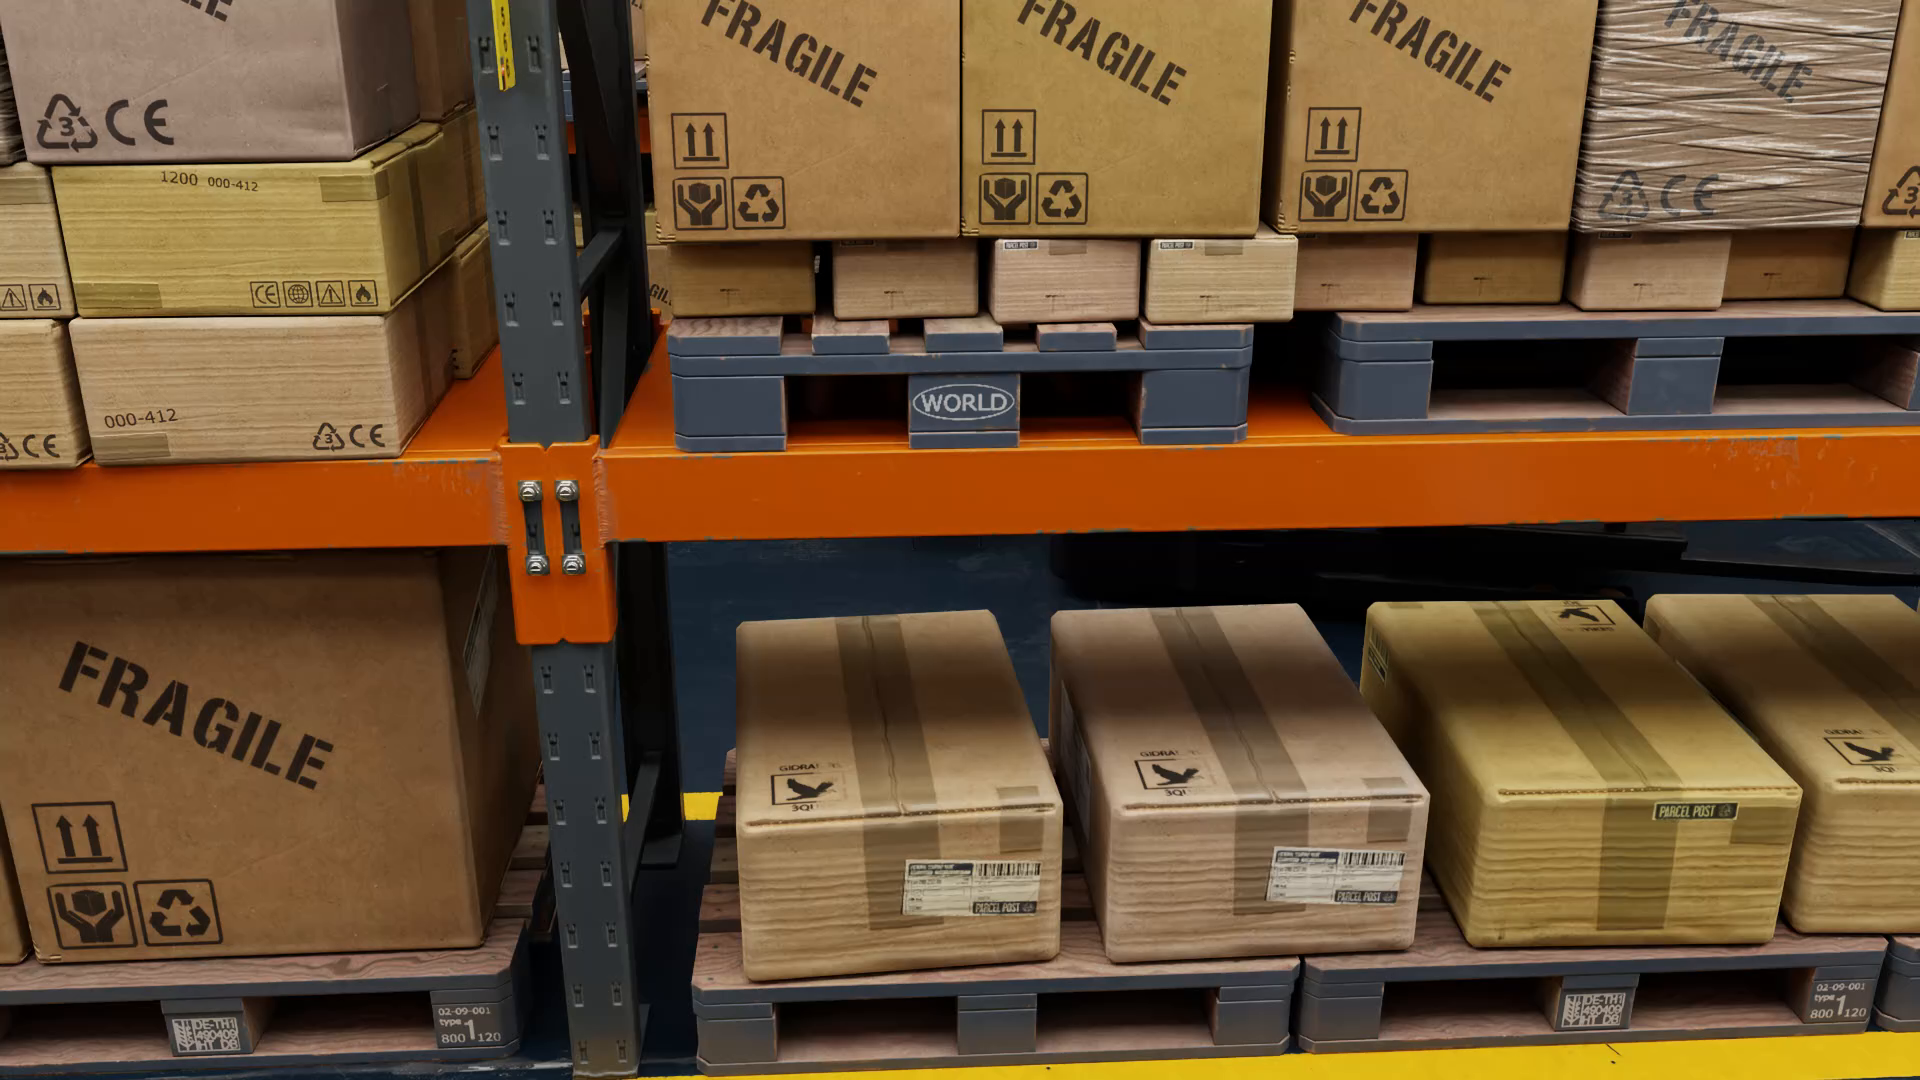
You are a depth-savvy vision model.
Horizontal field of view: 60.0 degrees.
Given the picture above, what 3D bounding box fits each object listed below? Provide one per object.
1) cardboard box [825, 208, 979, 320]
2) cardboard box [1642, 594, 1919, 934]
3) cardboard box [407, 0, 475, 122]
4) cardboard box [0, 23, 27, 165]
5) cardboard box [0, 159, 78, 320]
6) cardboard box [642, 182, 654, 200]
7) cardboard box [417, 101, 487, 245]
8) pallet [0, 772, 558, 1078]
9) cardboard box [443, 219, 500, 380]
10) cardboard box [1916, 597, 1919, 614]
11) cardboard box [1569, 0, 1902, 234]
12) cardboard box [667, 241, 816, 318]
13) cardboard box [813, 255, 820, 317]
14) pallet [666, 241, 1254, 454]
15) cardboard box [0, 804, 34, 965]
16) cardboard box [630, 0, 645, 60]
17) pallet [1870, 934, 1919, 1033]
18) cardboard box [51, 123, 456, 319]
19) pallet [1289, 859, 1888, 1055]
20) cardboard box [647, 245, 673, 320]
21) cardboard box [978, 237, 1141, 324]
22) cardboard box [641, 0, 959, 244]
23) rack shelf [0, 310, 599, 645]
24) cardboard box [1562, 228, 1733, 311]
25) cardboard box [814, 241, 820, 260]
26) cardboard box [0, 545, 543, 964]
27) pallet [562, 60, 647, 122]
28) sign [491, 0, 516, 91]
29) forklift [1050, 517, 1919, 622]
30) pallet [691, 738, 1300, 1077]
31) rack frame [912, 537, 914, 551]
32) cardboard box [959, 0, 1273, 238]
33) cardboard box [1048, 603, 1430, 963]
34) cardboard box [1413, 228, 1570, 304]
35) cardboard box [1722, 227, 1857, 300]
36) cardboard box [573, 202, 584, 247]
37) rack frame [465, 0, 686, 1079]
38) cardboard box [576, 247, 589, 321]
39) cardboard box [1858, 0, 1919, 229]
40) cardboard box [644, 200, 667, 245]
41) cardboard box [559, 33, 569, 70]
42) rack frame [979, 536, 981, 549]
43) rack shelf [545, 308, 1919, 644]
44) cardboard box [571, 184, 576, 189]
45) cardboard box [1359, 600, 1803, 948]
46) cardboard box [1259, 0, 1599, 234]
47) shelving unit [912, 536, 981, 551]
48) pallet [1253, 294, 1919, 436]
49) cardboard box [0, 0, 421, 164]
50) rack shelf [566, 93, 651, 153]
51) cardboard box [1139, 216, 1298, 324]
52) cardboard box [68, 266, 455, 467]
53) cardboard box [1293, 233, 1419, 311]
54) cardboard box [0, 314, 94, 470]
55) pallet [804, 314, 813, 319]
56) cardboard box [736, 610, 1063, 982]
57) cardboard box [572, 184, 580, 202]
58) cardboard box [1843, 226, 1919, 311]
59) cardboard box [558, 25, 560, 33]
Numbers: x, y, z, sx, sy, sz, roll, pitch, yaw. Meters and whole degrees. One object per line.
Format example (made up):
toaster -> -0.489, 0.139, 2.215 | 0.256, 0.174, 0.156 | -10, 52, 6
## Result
cardboard box -> -0.114, -0.520, 3.033 | 0.250, 0.149, 0.380 | -2, 21, -6
cardboard box -> 2.019, 0.472, 3.770 | 0.625, 0.372, 0.950 | 0, 21, 0
cardboard box -> -1.240, -1.097, 3.241 | 0.500, 0.500, 0.500 | -2, 21, -5
cardboard box -> -1.746, -0.904, 2.733 | 0.500, 0.500, 0.500 | -1, 21, -2
cardboard box -> -1.714, -0.558, 2.879 | 0.500, 0.250, 0.500 | -2, 21, -4
cardboard box -> -1.559, -1.701, 8.384 | 0.250, 0.149, 0.380 | 0, 21, 0
cardboard box -> -1.253, -0.747, 3.376 | 0.500, 0.250, 0.500 | -1, 21, -3
pallet -> -1.525, 0.786, 3.760 | 1.213, 0.211, 1.003 | -1, 21, -3
cardboard box -> -1.236, -0.516, 3.471 | 0.500, 0.250, 0.500 | -2, 21, -4
cardboard box -> 2.737, 0.456, 3.811 | 0.625, 0.372, 0.950 | -1, 21, -2
cardboard box -> 1.279, -0.849, 2.986 | 0.500, 0.500, 0.500 | -2, 21, -5
cardboard box -> -0.398, -0.526, 3.049 | 0.250, 0.149, 0.380 | -2, 21, -6
cardboard box -> -0.397, -1.364, 8.235 | 0.625, 0.625, 0.875 | -1, 21, -1
pallet -> -0.028, -0.469, 3.407 | 1.003, 0.211, 1.213 | -1, 21, -3
cardboard box -> -2.318, 0.291, 3.536 | 0.875, 0.875, 0.875 | -1, 21, -2
cardboard box -> -1.543, -2.558, 7.892 | 0.500, 0.500, 0.500 | 0, 21, -1
pallet -> 2.483, 0.732, 3.902 | 1.213, 0.211, 1.003 | -1, 21, -3
cardboard box -> -1.202, -0.570, 2.910 | 0.500, 0.250, 0.500 | -1, 21, -3
pallet -> 1.262, 0.758, 3.834 | 1.213, 0.211, 1.003 | -1, 21, -3
cardboard box -> -1.430, -1.213, 8.013 | 0.500, 0.500, 0.500 | -1, 21, -1
cardboard box -> 0.162, -0.509, 3.005 | 0.250, 0.149, 0.380 | -3, 21, -7
cardboard box -> -0.271, -0.815, 2.898 | 0.500, 0.500, 0.500 | -2, 21, -5
rack shelf -> -2.730, -0.130, 3.257 | 4.000, 0.370, 1.077 | -1, 21, -3
cardboard box -> 1.218, -0.541, 3.090 | 0.250, 0.149, 0.380 | -1, 21, -1
cardboard box -> -0.419, -0.675, 3.442 | 0.250, 0.149, 0.380 | 0, 21, -1
cardboard box -> -1.428, 0.275, 3.579 | 0.875, 0.875, 0.875 | -1, 21, -4
pallet -> -1.693, -2.141, 7.799 | 1.003, 0.211, 1.213 | -1, 21, -3
sign -> -0.698, -0.850, 2.512 | 0.005, 0.325, 0.100 | -1, 21, -3
forklift -> 1.877, -1.253, 5.291 | 3.031, 2.935, 1.130 | 4, 21, 10
pallet -> 0.047, 0.781, 3.772 | 1.213, 0.211, 1.003 | -1, 21, -3
rack frame -> -0.175, -0.487, 5.925 | 0.008, 1.050, 0.200 | -1, 21, -3
cardboard box -> 0.249, -0.828, 2.932 | 0.500, 0.500, 0.500 | 0, 21, 0
cardboard box -> 0.568, 0.500, 3.696 | 0.625, 0.372, 0.950 | -2, 21, -4
cardboard box -> 0.954, -0.559, 3.137 | 0.250, 0.149, 0.380 | 0, 21, -1
cardboard box -> 1.474, -0.574, 3.175 | 0.250, 0.149, 0.380 | -2, 21, -5
cardboard box -> -1.770, -1.484, 7.815 | 0.250, 0.149, 0.380 | -2, 21, -6
rack frame -> -0.733, -0.506, 3.235 | 0.127, 3.000, 1.000 | -1, 21, -3
cardboard box -> -1.930, -1.206, 7.996 | 0.500, 0.500, 0.500 | -1, 21, -4
cardboard box -> 1.802, -0.860, 3.015 | 0.500, 0.500, 0.500 | 0, 21, -1
cardboard box -> -1.499, -1.501, 7.858 | 0.250, 0.149, 0.380 | -2, 21, -6
cardboard box -> -1.654, -2.199, 7.443 | 0.250, 0.149, 0.380 | -1, 21, -2
rack frame -> 0.068, -0.492, 5.938 | 0.008, 1.050, 0.200 | -1, 21, -3
rack shelf -> 1.264, -0.211, 3.470 | 4.000, 0.370, 1.077 | -1, 21, -3
cardboard box -> -2.069, -1.672, 8.307 | 0.250, 0.149, 0.380 | -1, 21, -2
cardboard box -> 1.325, 0.486, 3.731 | 0.625, 0.372, 0.950 | 0, 21, -1
cardboard box -> 0.779, -0.842, 2.967 | 0.500, 0.500, 0.500 | -1, 21, -2
shelving unit -> -0.053, -0.490, 5.931 | 0.252, 1.050, 0.215 | -1, 21, -3
pallet -> 1.241, -0.472, 3.413 | 1.213, 0.211, 1.003 | -1, 21, -3
cardboard box -> -1.234, -0.917, 2.768 | 0.500, 0.500, 0.500 | -2, 21, -5
rack shelf -> -3.017, -1.893, 7.888 | 4.000, 0.370, 1.077 | -1, 21, -3
cardboard box -> 0.438, -0.507, 3.000 | 0.250, 0.149, 0.380 | -1, 21, -3
cardboard box -> -1.223, -0.334, 2.993 | 0.500, 0.250, 0.500 | -2, 21, -5
cardboard box -> 0.674, -0.540, 3.086 | 0.250, 0.149, 0.380 | 0, 21, 0
cardboard box -> -1.732, -0.318, 2.951 | 0.500, 0.250, 0.500 | -1, 21, -2
pallet -> -0.196, -0.969, 8.370 | 1.213, 0.211, 1.003 | -1, 21, -3
cardboard box -> -0.169, 0.517, 3.649 | 0.625, 0.372, 0.950 | -3, 21, -7
cardboard box -> -1.825, -1.705, 8.395 | 0.250, 0.149, 0.380 | -1, 21, -1
cardboard box -> 1.743, -0.542, 3.093 | 0.250, 0.149, 0.380 | -1, 21, -3
cardboard box -> -2.055, -2.259, 7.460 | 0.500, 0.250, 0.500 | -2, 21, -6
